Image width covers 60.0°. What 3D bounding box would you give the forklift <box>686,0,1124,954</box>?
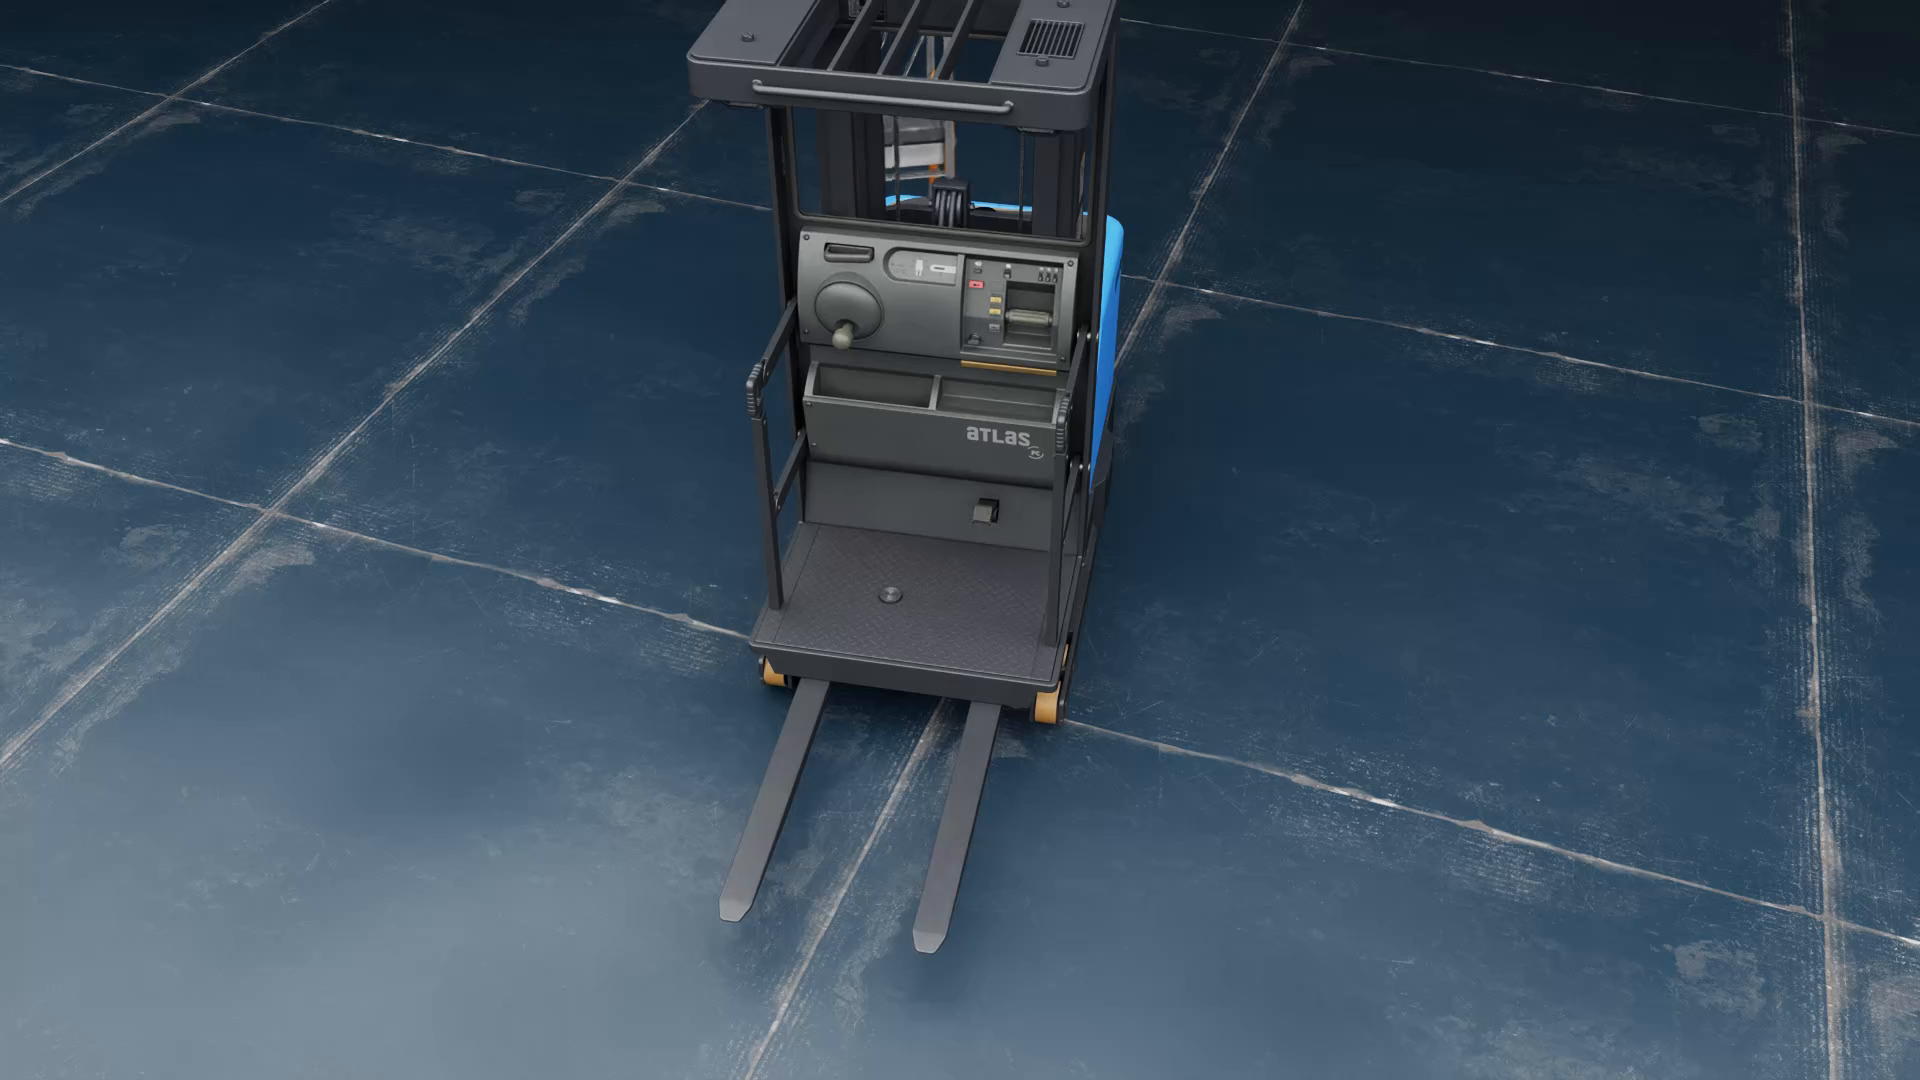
[{"bbox_3d":[-0.118,-0.717,5.332,1.130,2.935,3.031,7,41,8],"label":"forklift"}]

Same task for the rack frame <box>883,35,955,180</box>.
[{"bbox_3d":[-0.221,-1.495,6.854,0.400,2.100,0.015,-6,38,-7],"label":"rack frame"}]

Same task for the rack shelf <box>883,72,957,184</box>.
[{"bbox_3d":[-0.261,-1.633,7.052,0.431,0.518,0.480,-6,38,-7],"label":"rack shelf"}]

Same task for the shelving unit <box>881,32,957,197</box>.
[{"bbox_3d":[-0.261,-1.644,7.043,0.431,2.100,0.503,-6,38,-7],"label":"shelving unit"}]

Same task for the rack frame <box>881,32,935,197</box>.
[{"bbox_3d":[-0.301,-1.792,7.233,0.400,2.100,0.015,-6,38,-7],"label":"rack frame"}]
